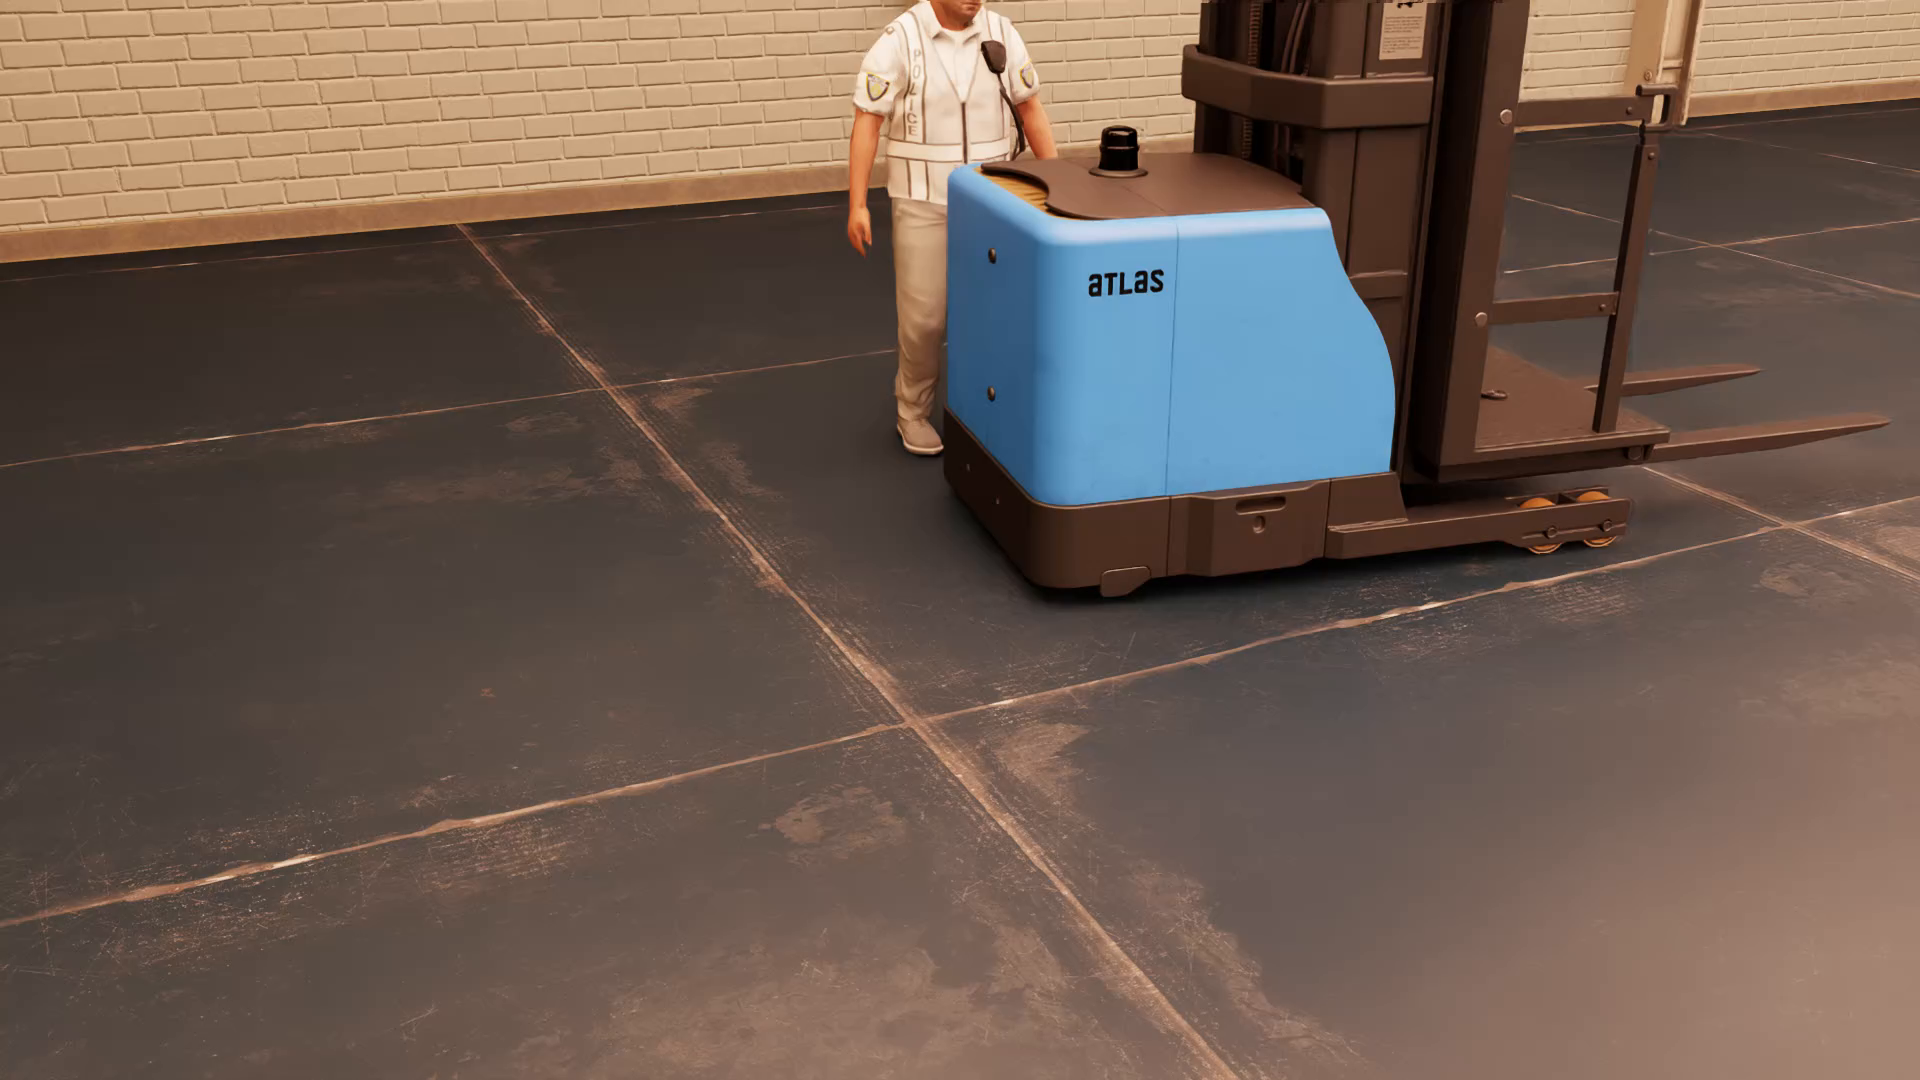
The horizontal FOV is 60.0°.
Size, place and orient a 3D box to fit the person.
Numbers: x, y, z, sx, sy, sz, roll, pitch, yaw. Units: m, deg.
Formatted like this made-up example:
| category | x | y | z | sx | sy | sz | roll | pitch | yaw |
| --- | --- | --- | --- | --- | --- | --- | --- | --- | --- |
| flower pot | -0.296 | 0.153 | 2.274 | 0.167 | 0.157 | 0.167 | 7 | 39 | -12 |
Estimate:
| category | x | y | z | sx | sy | sz | roll | pitch | yaw |
| --- | --- | --- | --- | --- | --- | --- | --- | --- | --- |
| person | -0.014 | -1.162 | 5.657 | 0.775 | 1.724 | 0.386 | -8 | 24 | -17 |

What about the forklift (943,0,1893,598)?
| category | x | y | z | sx | sy | sz | roll | pitch | yaw |
| --- | --- | --- | --- | --- | --- | --- | --- | --- | --- |
| forklift | 1.522 | -1.498 | 4.893 | 3.031 | 2.935 | 1.130 | -6 | 23 | -15 |
